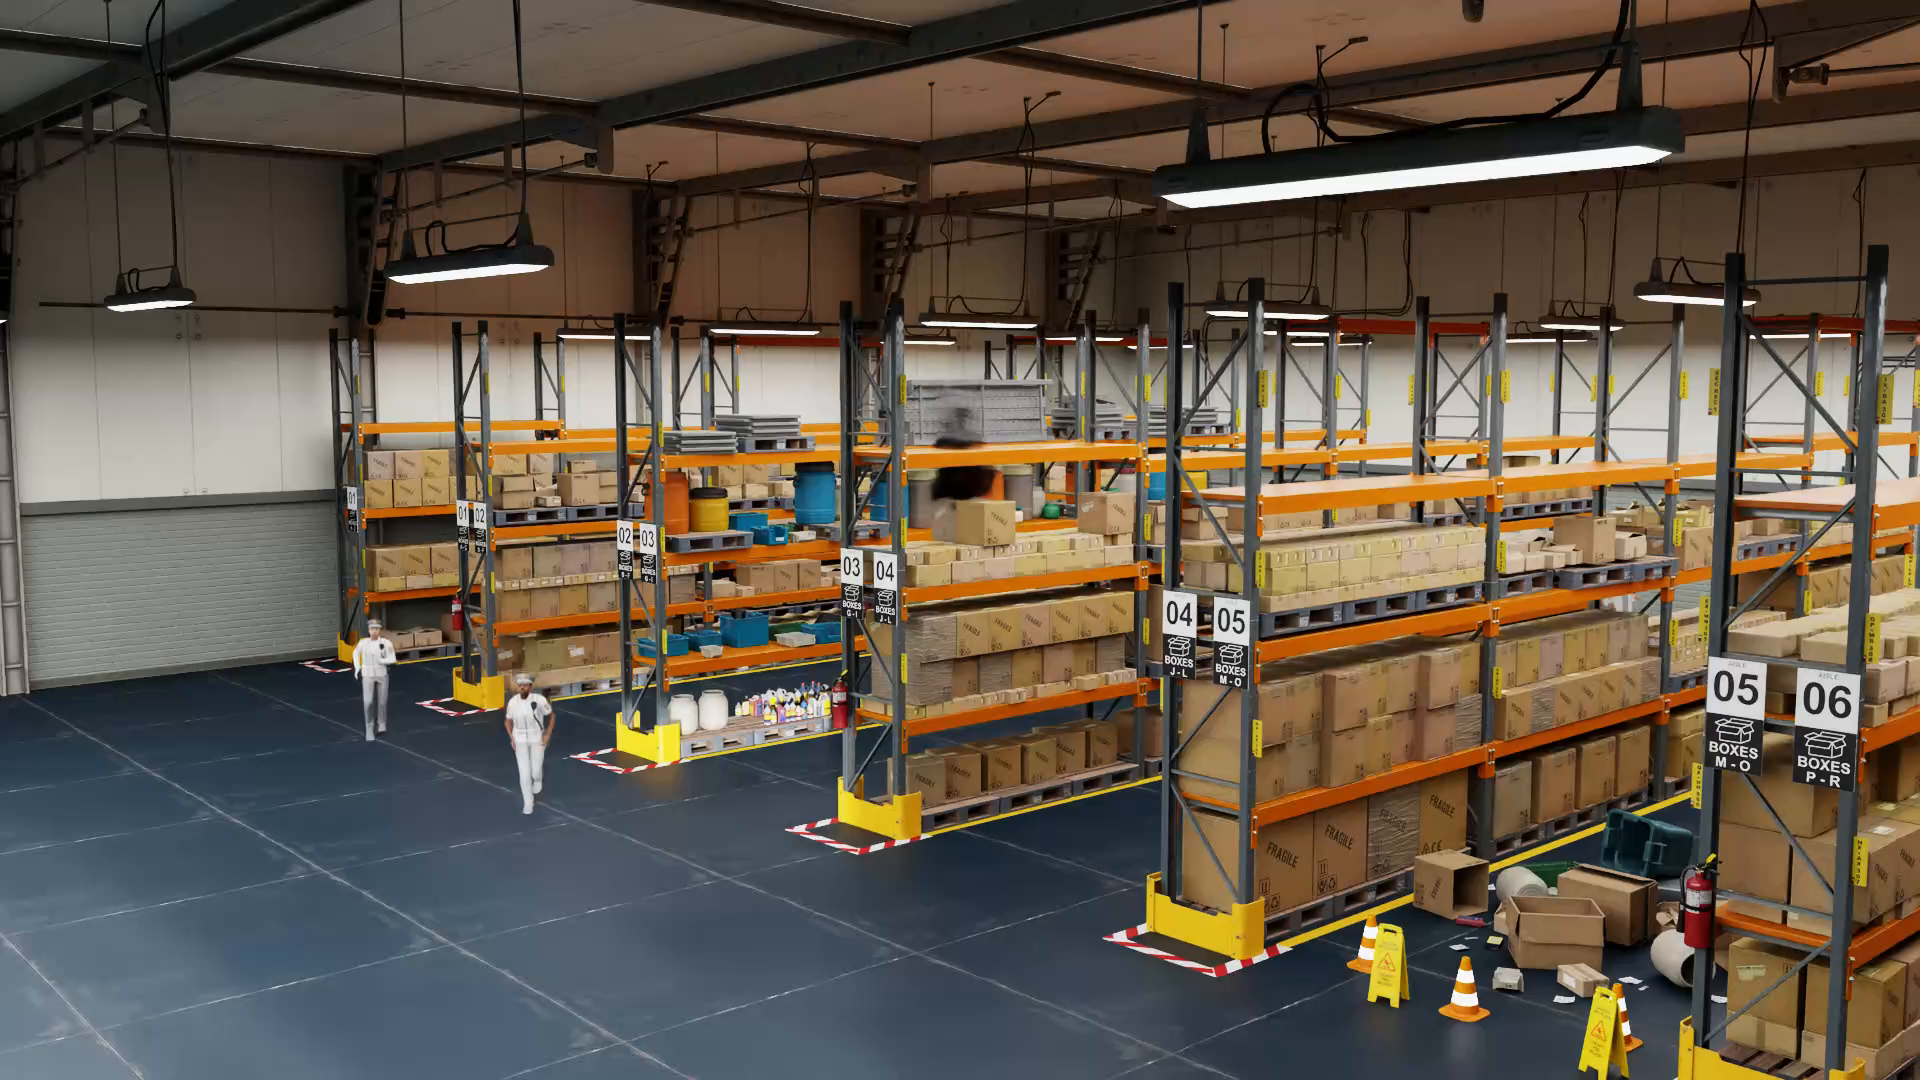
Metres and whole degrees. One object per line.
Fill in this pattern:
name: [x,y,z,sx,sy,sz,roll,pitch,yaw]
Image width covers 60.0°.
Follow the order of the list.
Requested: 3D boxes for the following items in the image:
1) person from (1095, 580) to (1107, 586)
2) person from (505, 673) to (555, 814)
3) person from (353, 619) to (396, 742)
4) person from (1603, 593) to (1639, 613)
person: [2.905,1.036,32.990,0.669,1.821,0.779,5,7,39]
person: [-5.125,2.394,19.831,0.586,1.687,0.585,0,6,-5]
person: [-8.330,1.988,23.692,0.580,1.749,0.732,-2,6,-19]
person: [11.867,1.321,29.992,0.717,1.790,0.967,-2,6,-16]
